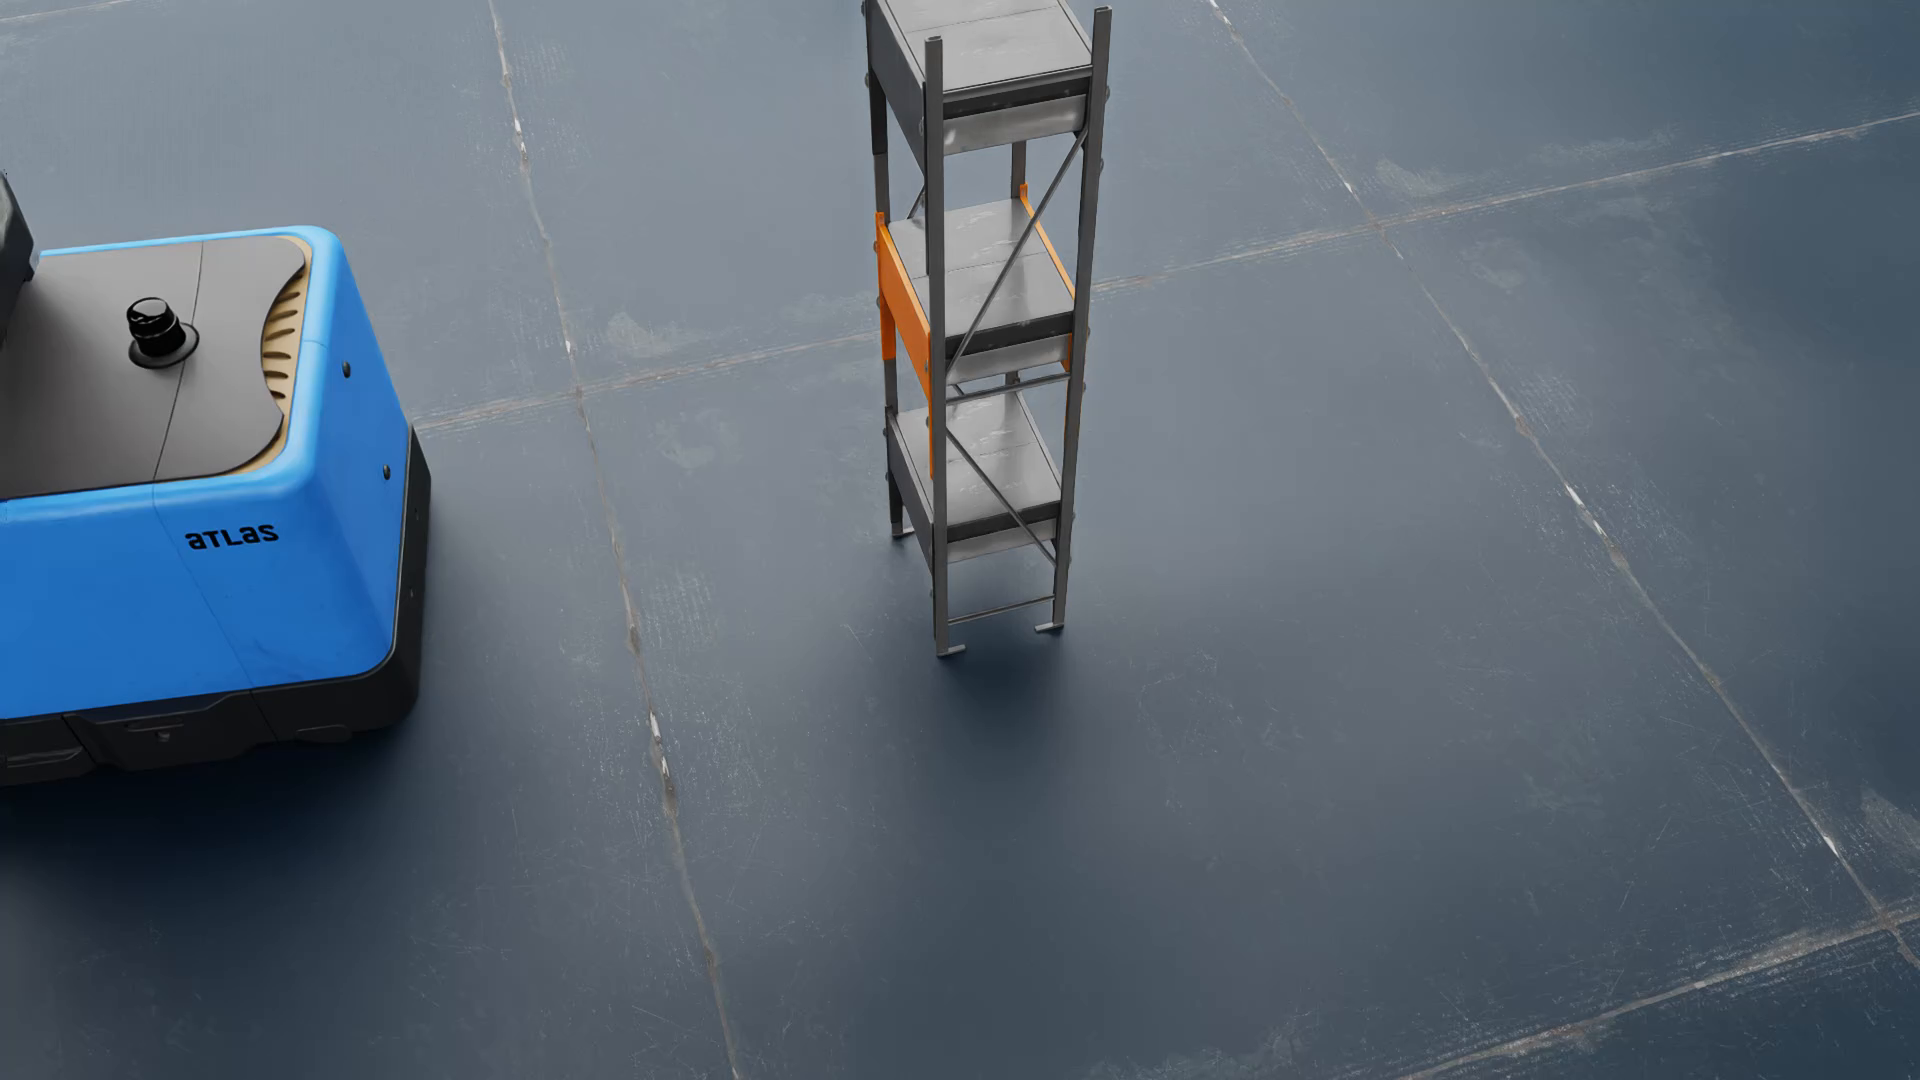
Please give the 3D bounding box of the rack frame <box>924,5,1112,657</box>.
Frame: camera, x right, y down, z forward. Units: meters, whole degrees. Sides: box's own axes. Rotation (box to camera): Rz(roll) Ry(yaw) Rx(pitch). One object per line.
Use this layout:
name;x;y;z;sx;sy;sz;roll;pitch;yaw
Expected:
rack frame;0.121;-0.378;4.195;0.400;2.100;0.015;-13;51;-11

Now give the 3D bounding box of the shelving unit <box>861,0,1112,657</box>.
shelving unit;0.049;-0.556;4.345;0.431;2.100;0.503;-13;51;-11

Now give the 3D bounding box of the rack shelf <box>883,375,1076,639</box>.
rack shelf;0.049;-0.096;4.891;0.431;0.518;0.480;-13;51;-11

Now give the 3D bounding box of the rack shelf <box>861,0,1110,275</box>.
rack shelf;0.049;-0.998;3.821;0.431;0.518;0.480;-13;51;-11

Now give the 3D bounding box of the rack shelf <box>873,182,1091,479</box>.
rack shelf;0.049;-0.547;4.356;0.431;0.518;0.480;-13;51;-11

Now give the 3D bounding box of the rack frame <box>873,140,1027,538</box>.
rack frame;-0.023;-0.734;4.496;0.400;2.100;0.015;-13;51;-11

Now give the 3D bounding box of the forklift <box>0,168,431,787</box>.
forklift;-3.122;-0.592;3.832;3.031;2.935;1.130;-7;50;-6
